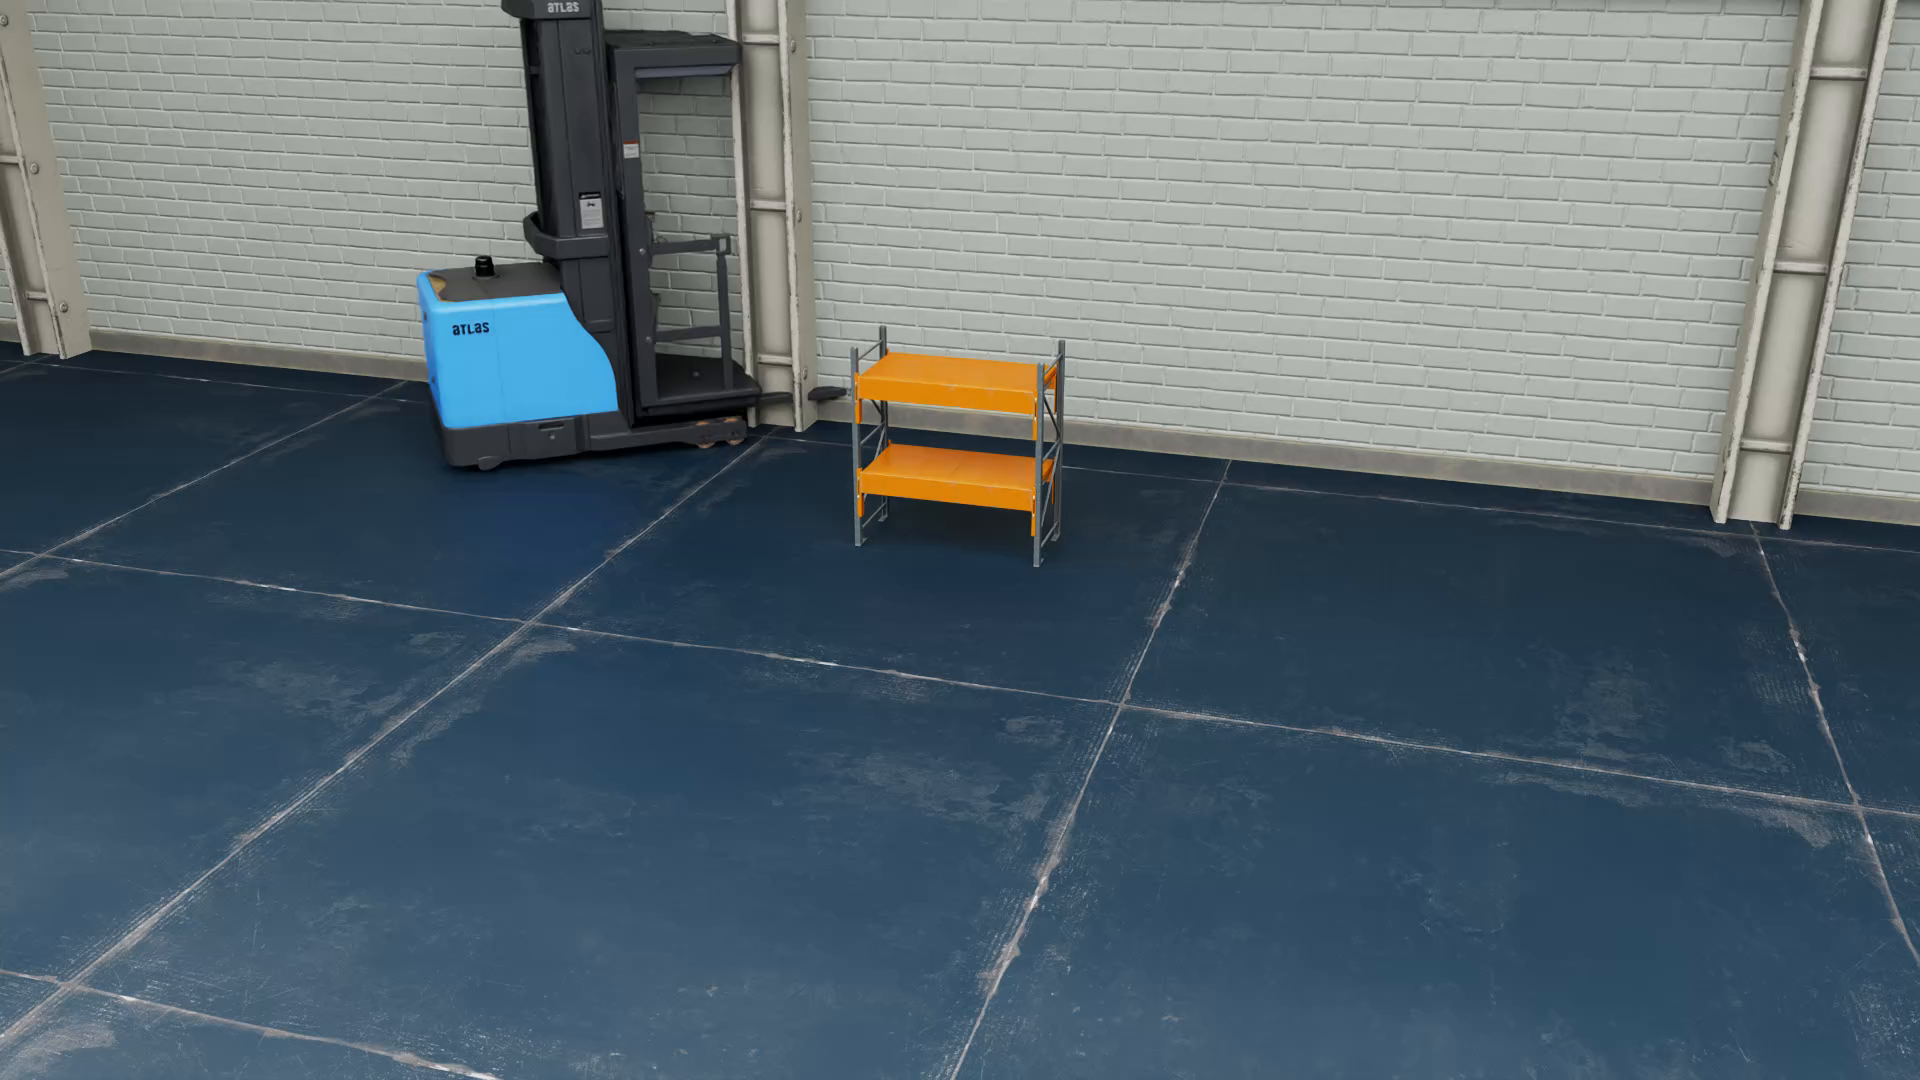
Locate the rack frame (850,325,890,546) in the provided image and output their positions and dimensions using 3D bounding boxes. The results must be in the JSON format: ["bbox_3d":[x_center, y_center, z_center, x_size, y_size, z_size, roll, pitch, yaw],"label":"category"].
[{"bbox_3d":[-0.493,-0.577,9.194,0.032,1.125,0.500,7,23,16],"label":"rack frame"}]

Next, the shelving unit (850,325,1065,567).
[{"bbox_3d":[-0.006,-0.521,9.058,1.048,1.125,0.538,7,23,16],"label":"shelving unit"}]

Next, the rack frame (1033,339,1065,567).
[{"bbox_3d":[0.480,-0.465,8.922,0.032,1.125,0.500,7,23,16],"label":"rack frame"}]

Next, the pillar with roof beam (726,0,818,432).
[{"bbox_3d":[-2.433,-3.393,5.684,0.400,9.000,9.100,7,23,16],"label":"pillar with roof beam"}]

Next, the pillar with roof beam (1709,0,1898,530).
[{"bbox_3d":[3.311,-2.735,4.080,0.400,9.000,9.100,7,23,16],"label":"pillar with roof beam"}]

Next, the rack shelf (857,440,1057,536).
[{"bbox_3d":[-0.006,-0.295,9.151,1.000,0.278,0.538,7,23,16],"label":"rack shelf"}]

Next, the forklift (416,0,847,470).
[{"bbox_3d":[-1.916,-2.127,10.592,3.031,2.935,1.130,-9,24,-20],"label":"forklift"}]

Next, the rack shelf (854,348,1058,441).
[{"bbox_3d":[-0.006,-0.792,8.947,1.000,0.278,0.538,7,23,16],"label":"rack shelf"}]

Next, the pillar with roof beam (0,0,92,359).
[{"bbox_3d":[-8.177,-4.050,7.287,0.400,9.000,9.100,7,23,16],"label":"pillar with roof beam"}]
